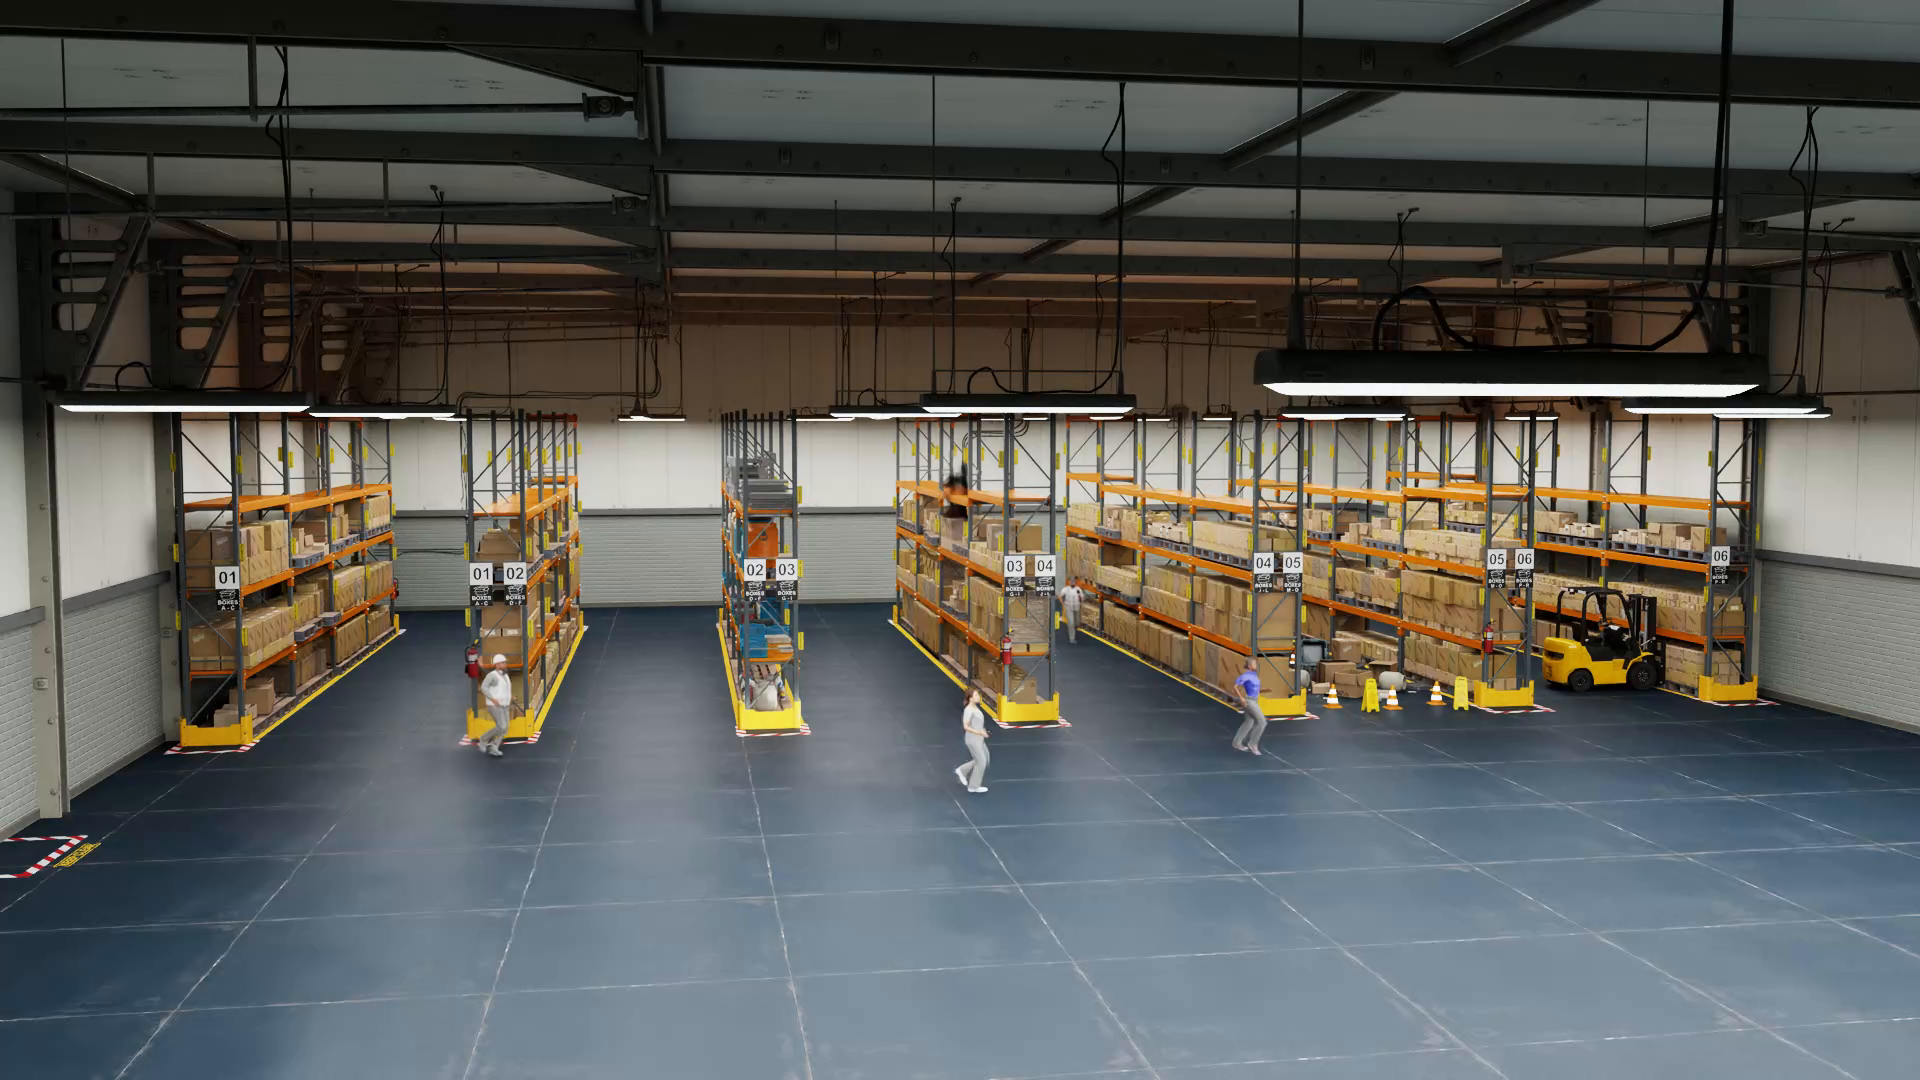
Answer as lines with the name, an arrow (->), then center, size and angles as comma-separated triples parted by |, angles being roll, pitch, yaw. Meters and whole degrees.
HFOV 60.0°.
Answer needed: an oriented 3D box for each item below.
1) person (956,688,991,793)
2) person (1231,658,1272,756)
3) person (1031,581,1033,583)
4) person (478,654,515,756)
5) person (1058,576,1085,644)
person -> 0.199, 3.108, 25.825 | 0.588, 1.618, 0.561 | 1, 4, 15
person -> 5.059, 2.892, 28.831 | 0.712, 1.697, 0.544 | 2, 4, 23
person -> 1.923, 1.456, 48.812 | 0.715, 1.718, 0.600 | 3, 5, 40
person -> -8.025, 2.851, 28.889 | 0.565, 1.724, 0.682 | 1, 4, 16
person -> 2.937, 1.805, 43.519 | 0.676, 1.753, 0.901 | -1, 4, -11
